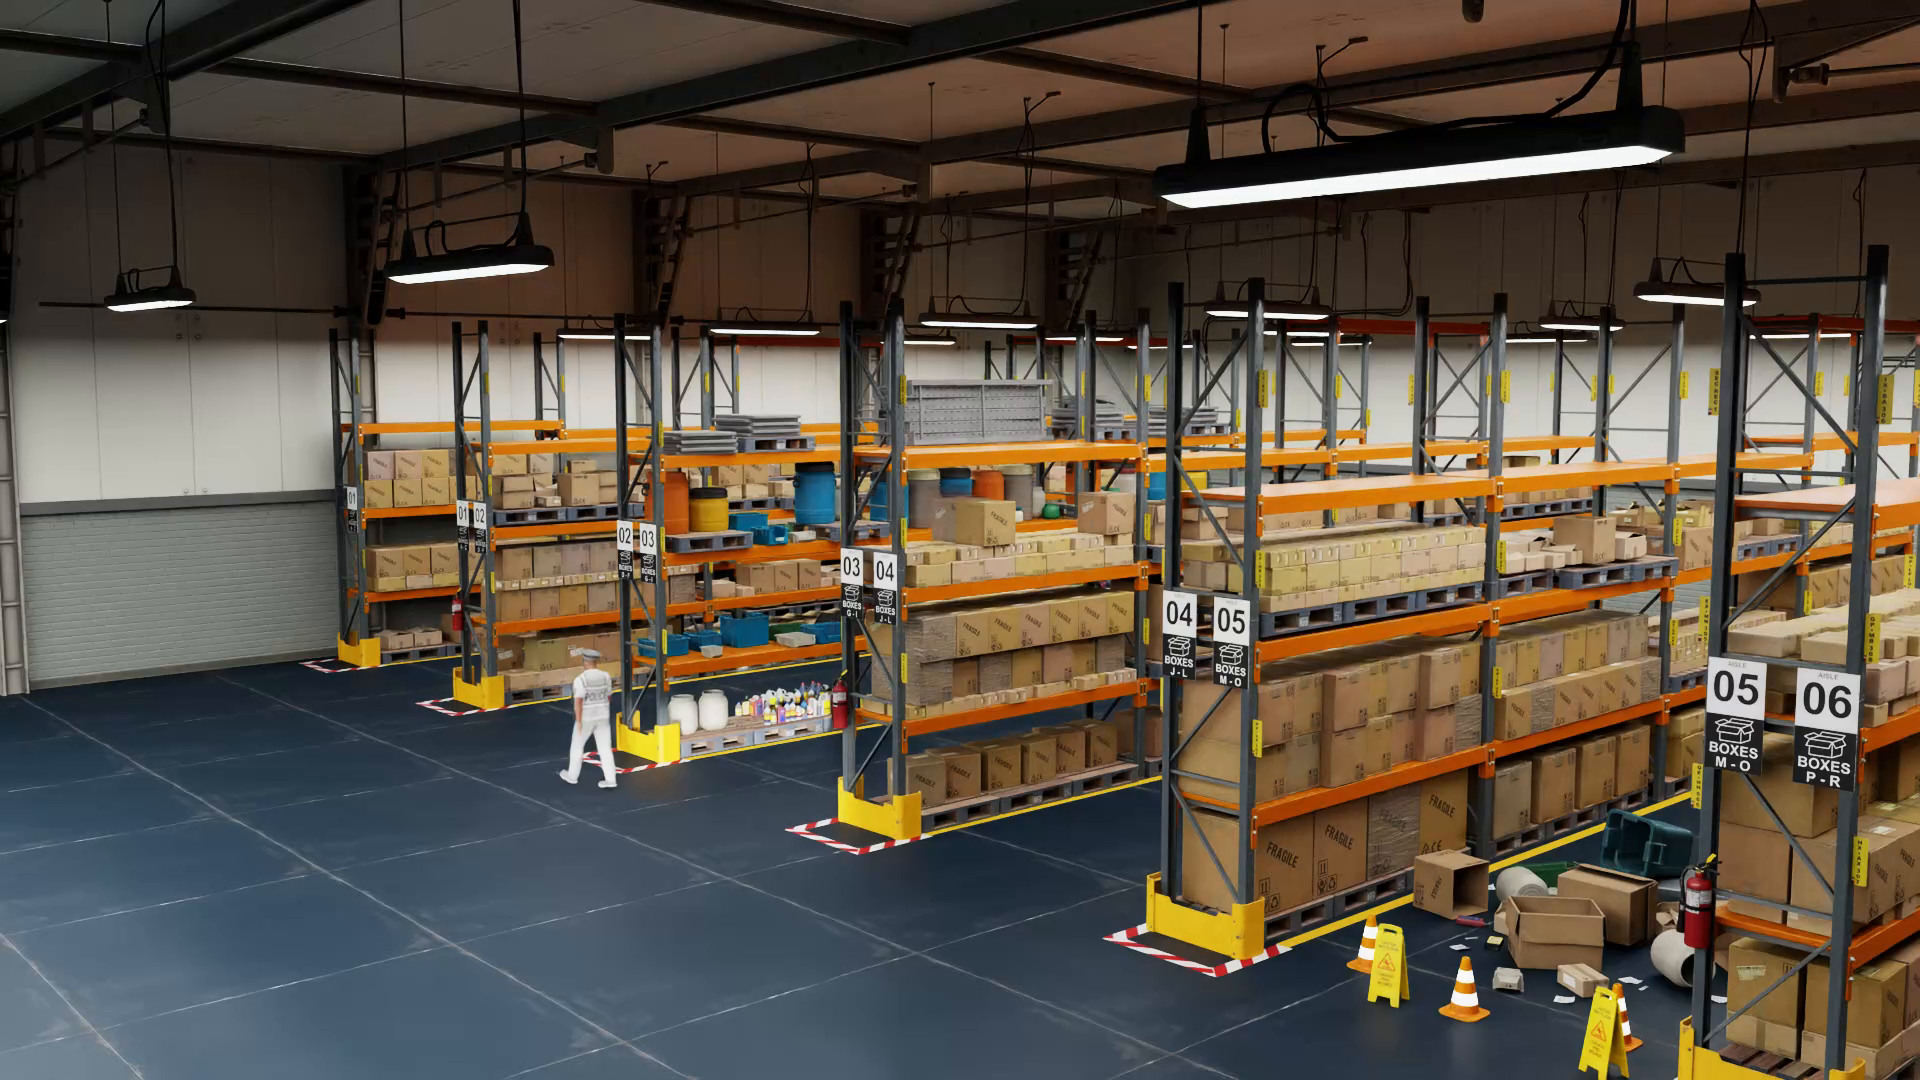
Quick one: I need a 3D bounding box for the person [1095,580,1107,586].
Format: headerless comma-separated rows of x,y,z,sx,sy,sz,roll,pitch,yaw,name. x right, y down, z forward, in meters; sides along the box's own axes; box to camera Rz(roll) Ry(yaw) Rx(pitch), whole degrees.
2.882,1.055,33.671,0.972,1.525,0.442,-5,8,-43,person

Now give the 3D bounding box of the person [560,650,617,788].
-4.653,2.239,20.944,0.551,1.717,0.908,-4,7,-33,person
